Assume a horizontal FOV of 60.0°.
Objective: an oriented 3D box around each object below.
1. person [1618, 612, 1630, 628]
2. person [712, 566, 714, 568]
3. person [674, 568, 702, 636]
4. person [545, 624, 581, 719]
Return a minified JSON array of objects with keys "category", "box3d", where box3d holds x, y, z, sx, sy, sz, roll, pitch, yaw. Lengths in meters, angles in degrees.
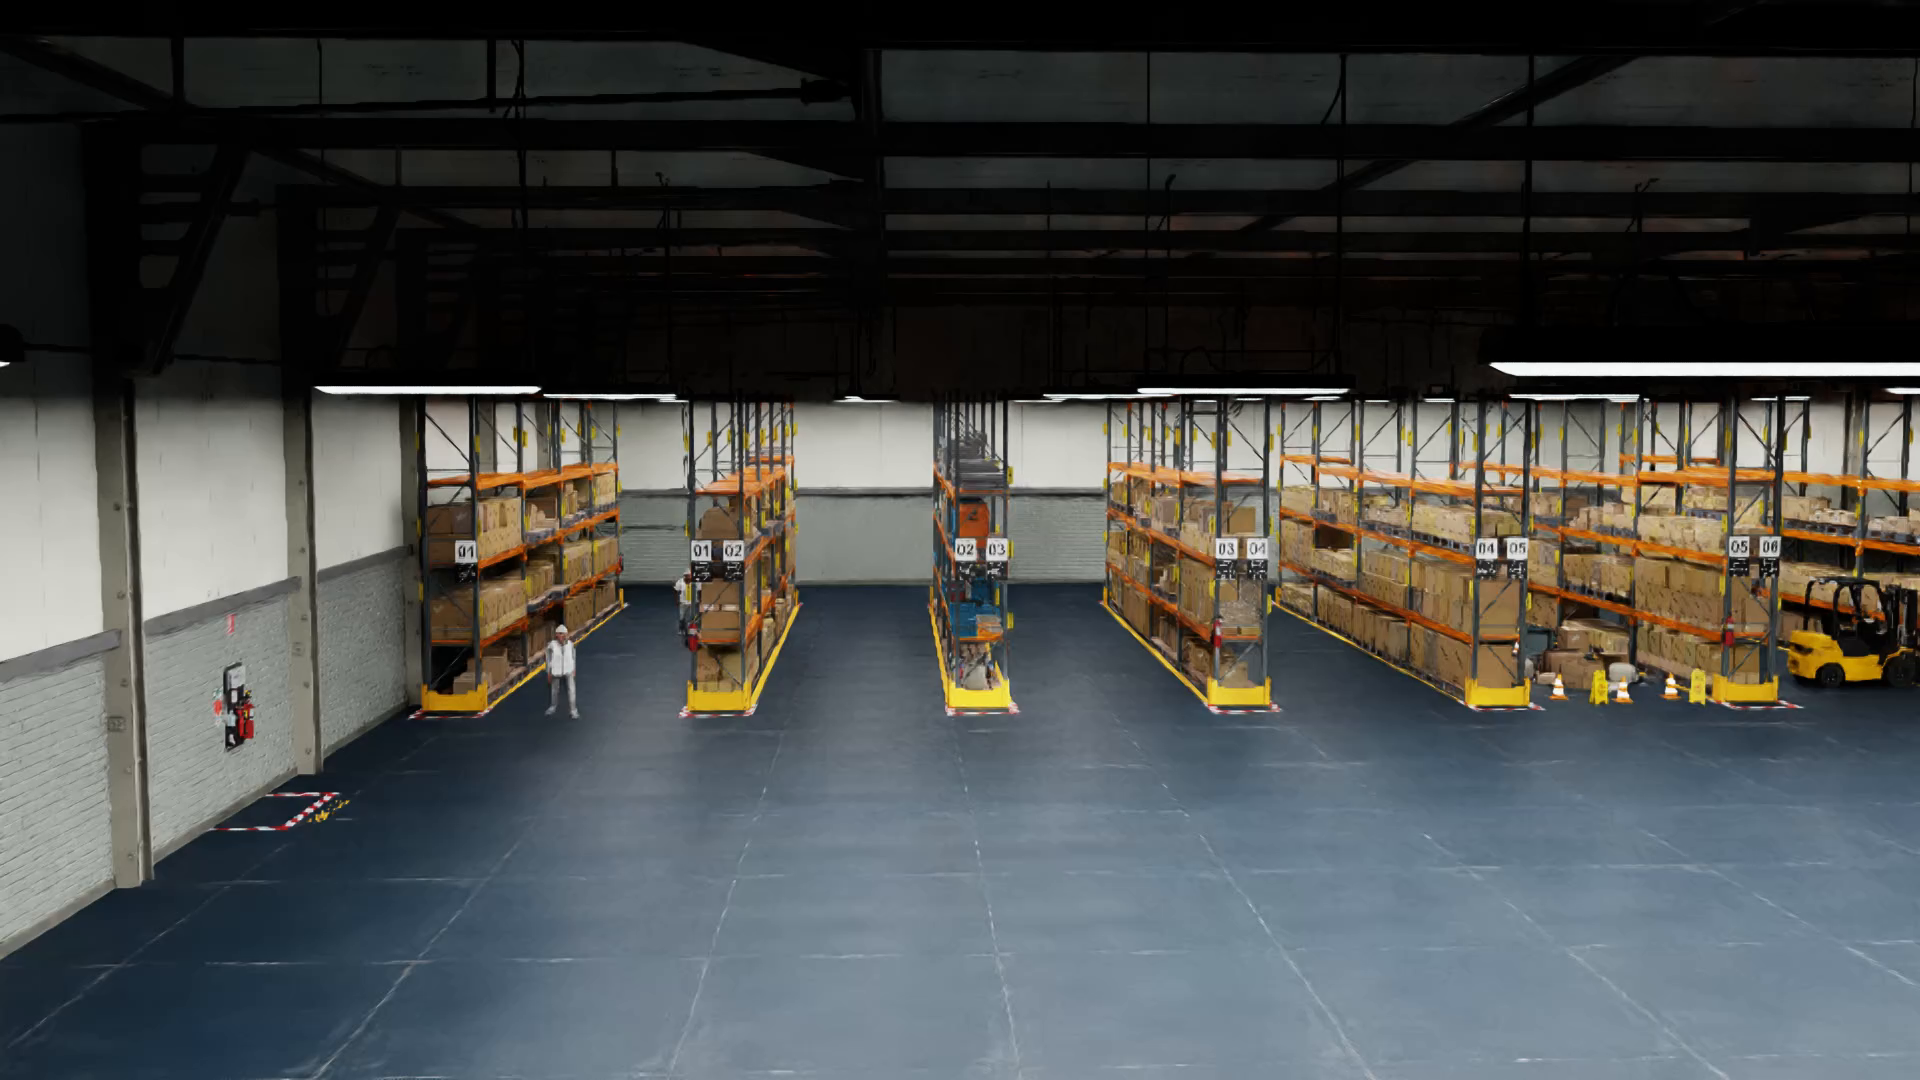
[{"category":"person","box3d":[16.613,1.481,41.674,0.465,1.676,0.498,2,5,27]},{"category":"person","box3d":[-7.644,0.685,51.347,0.581,1.716,0.522,-4,6,-39]},{"category":"person","box3d":[-6.690,1.537,40.944,0.719,1.714,0.578,0,5,-4]},{"category":"person","box3d":[-7.282,2.394,30.354,0.575,1.734,0.952,-2,5,-25]}]
